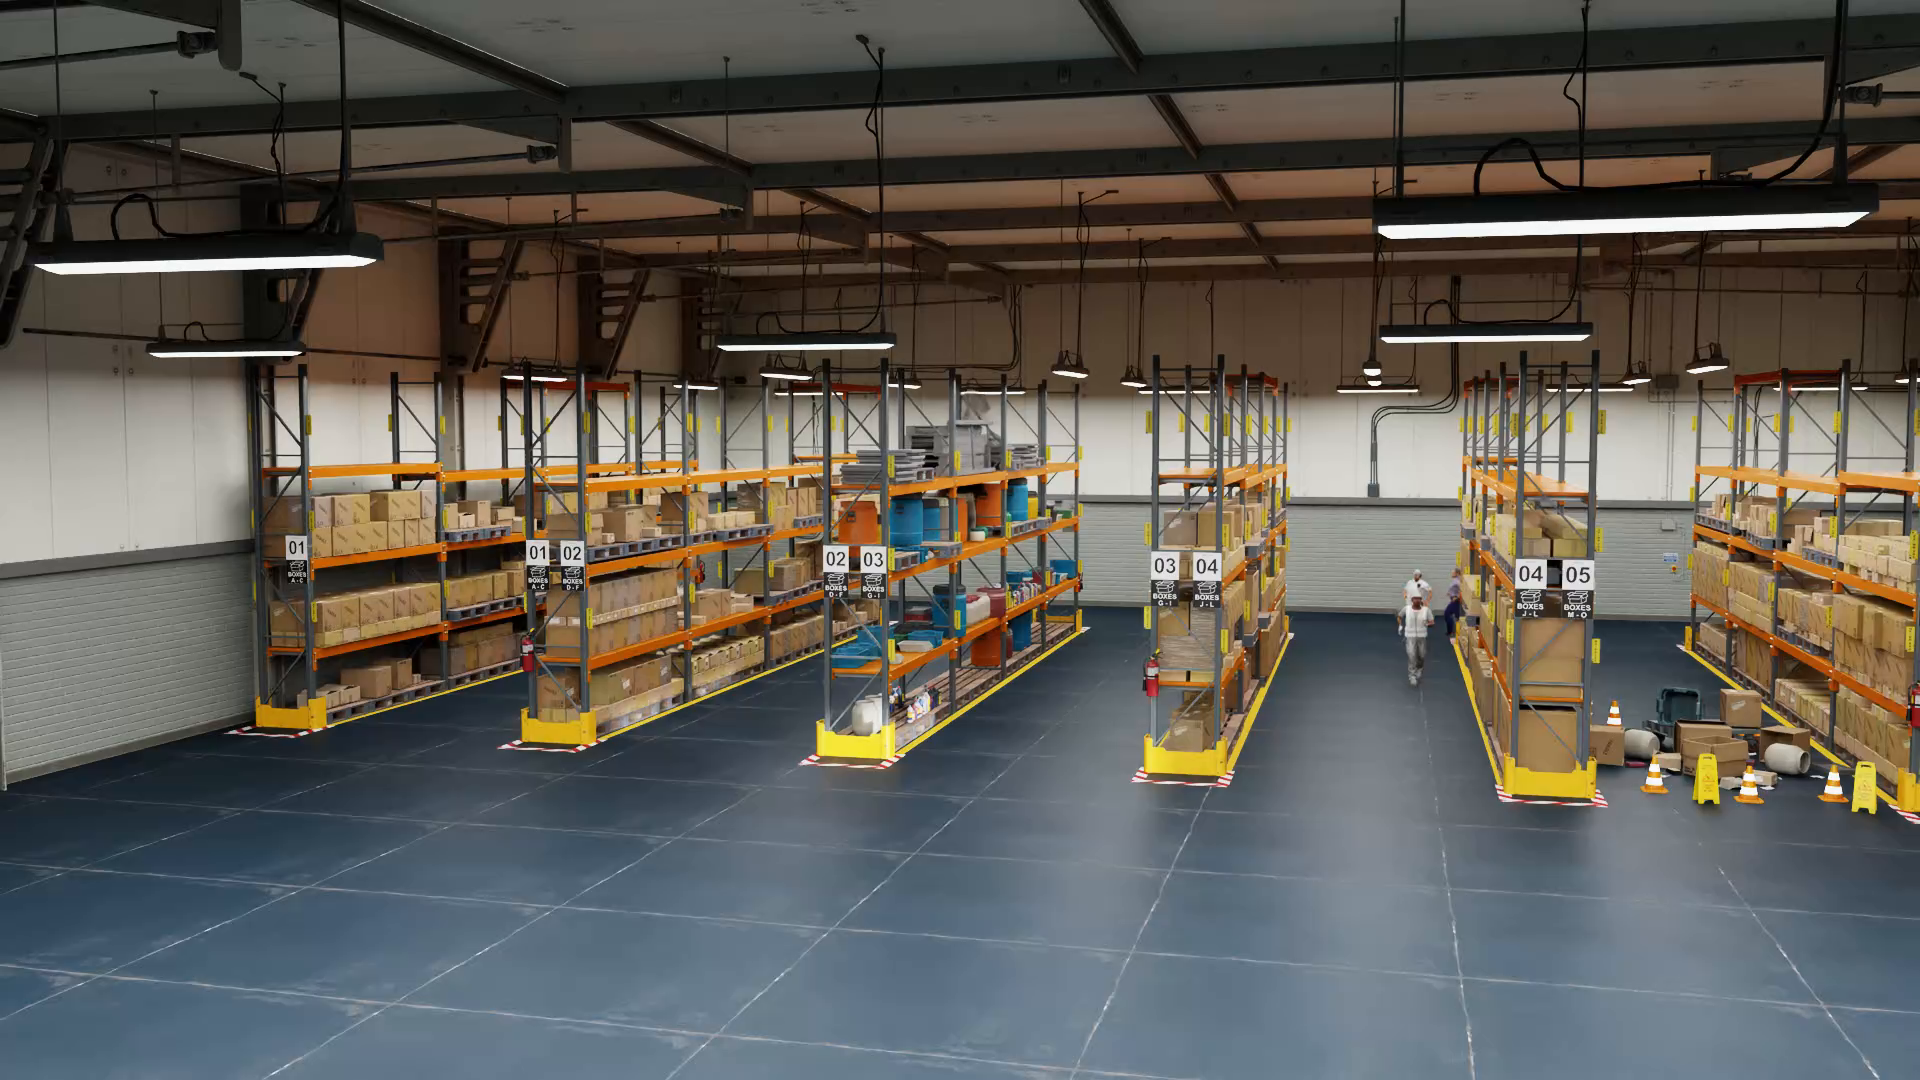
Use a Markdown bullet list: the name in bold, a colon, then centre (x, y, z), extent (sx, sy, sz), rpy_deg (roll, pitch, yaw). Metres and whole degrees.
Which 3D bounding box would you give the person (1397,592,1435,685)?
- **person**: centre (8.816, 1.877, 32.151), extent (0.691, 1.762, 0.994), rpy_deg (1, 4, 10)

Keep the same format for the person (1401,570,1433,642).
- **person**: centre (10.566, 1.525, 38.552), extent (0.701, 1.696, 0.666), rpy_deg (-3, 5, -38)

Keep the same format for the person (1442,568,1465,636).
- **person**: centre (11.769, 1.491, 39.351), extent (0.649, 1.667, 0.703), rpy_deg (1, 4, 16)
